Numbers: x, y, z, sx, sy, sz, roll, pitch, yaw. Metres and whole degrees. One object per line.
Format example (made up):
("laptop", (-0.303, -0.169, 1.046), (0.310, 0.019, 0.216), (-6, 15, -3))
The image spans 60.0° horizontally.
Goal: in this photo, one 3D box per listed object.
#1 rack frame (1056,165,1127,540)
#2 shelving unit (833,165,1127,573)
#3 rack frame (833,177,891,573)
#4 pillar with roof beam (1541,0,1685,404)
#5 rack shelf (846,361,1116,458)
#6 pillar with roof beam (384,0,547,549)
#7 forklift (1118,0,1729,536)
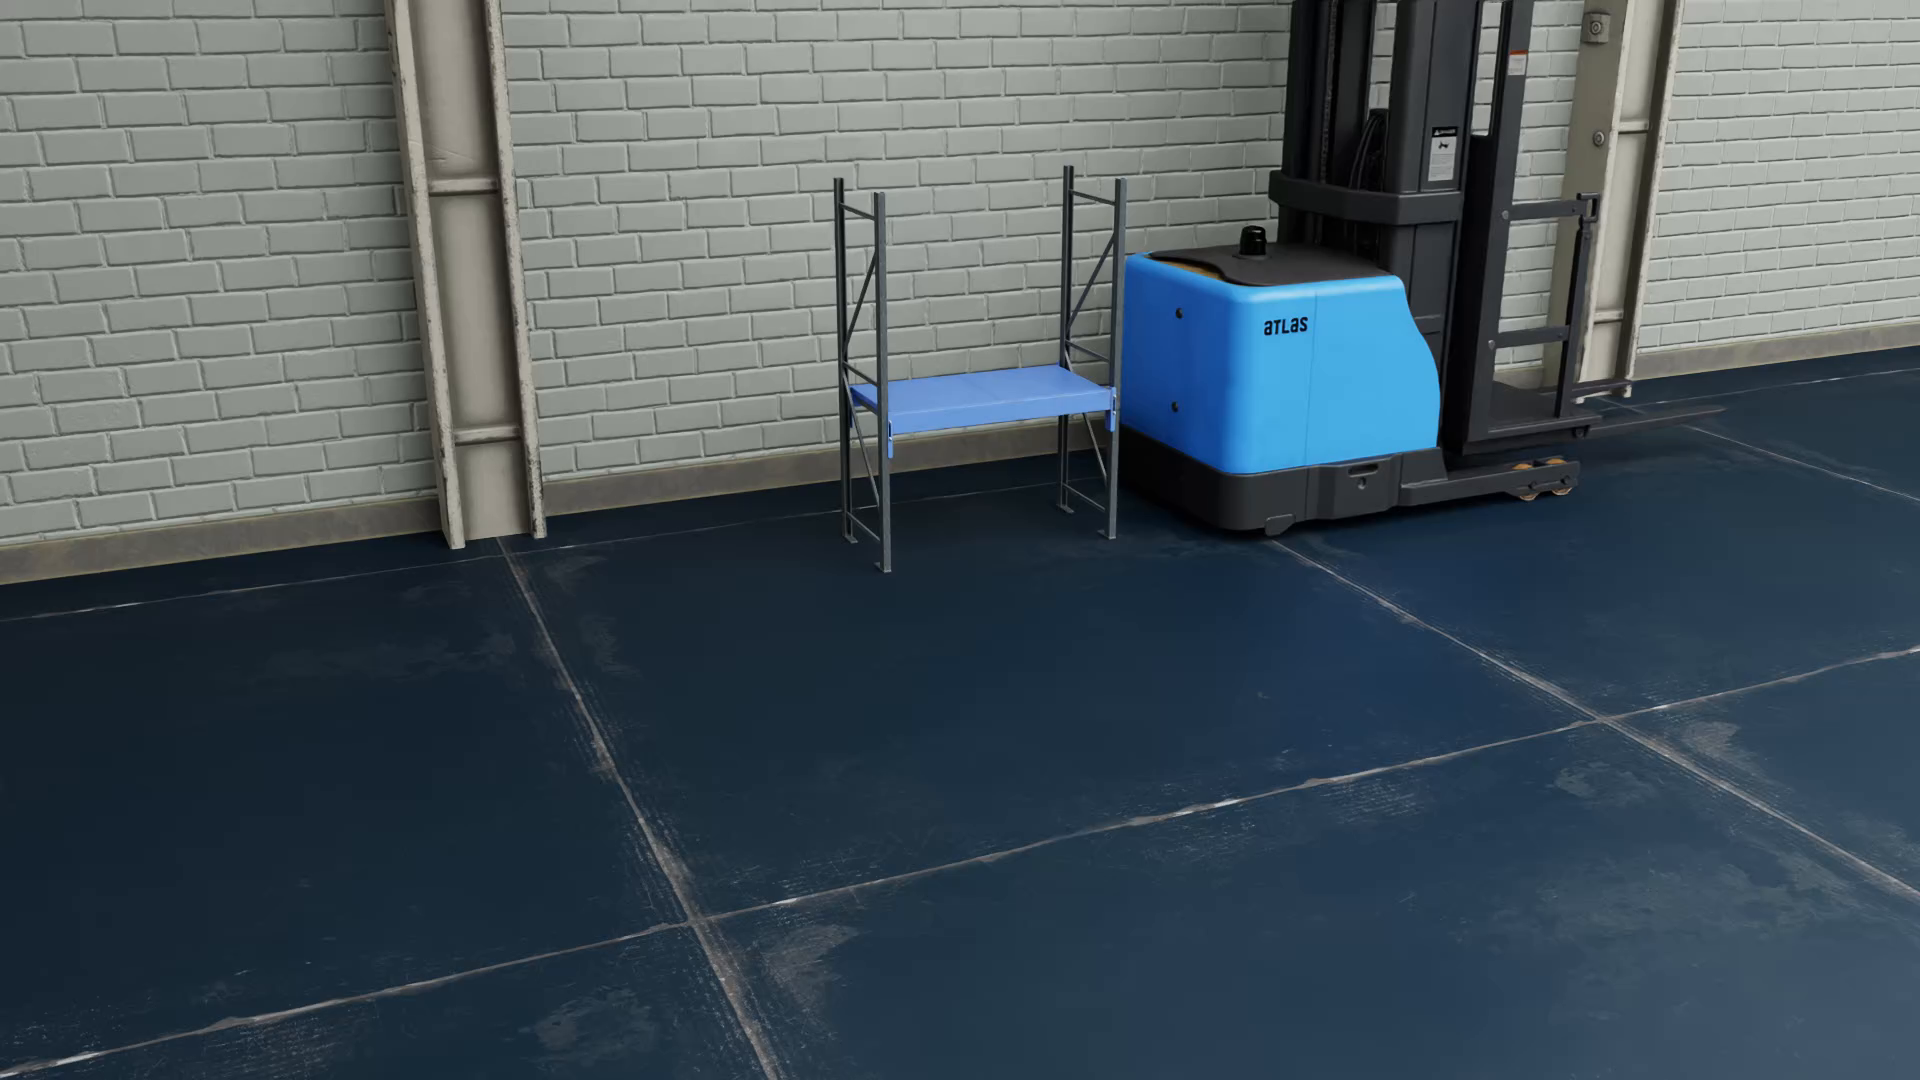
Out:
("rack frame", (0.545, -0.786, 6.995), (0.032, 1.500, 0.500), (-8, 21, -22))
("shelving unit", (0.078, -0.719, 6.805), (1.048, 1.500, 0.538), (-8, 21, -22))
("rack frame", (-0.388, -0.652, 6.615), (0.032, 1.500, 0.500), (-8, 21, -22))
("pillar with roof beam", (5.219, -3.755, 4.138), (0.400, 9.000, 9.100), (-8, 21, -22))
("rack shelf", (0.078, -0.549, 6.865), (1.000, 0.185, 0.538), (-8, 21, -22))
("pillar with roof beam", (-0.290, -2.966, 1.896), (0.400, 9.000, 9.100), (-8, 21, -22))
("forklift", (2.270, -1.709, 7.463), (3.031, 2.935, 1.130), (-9, 21, -23))
